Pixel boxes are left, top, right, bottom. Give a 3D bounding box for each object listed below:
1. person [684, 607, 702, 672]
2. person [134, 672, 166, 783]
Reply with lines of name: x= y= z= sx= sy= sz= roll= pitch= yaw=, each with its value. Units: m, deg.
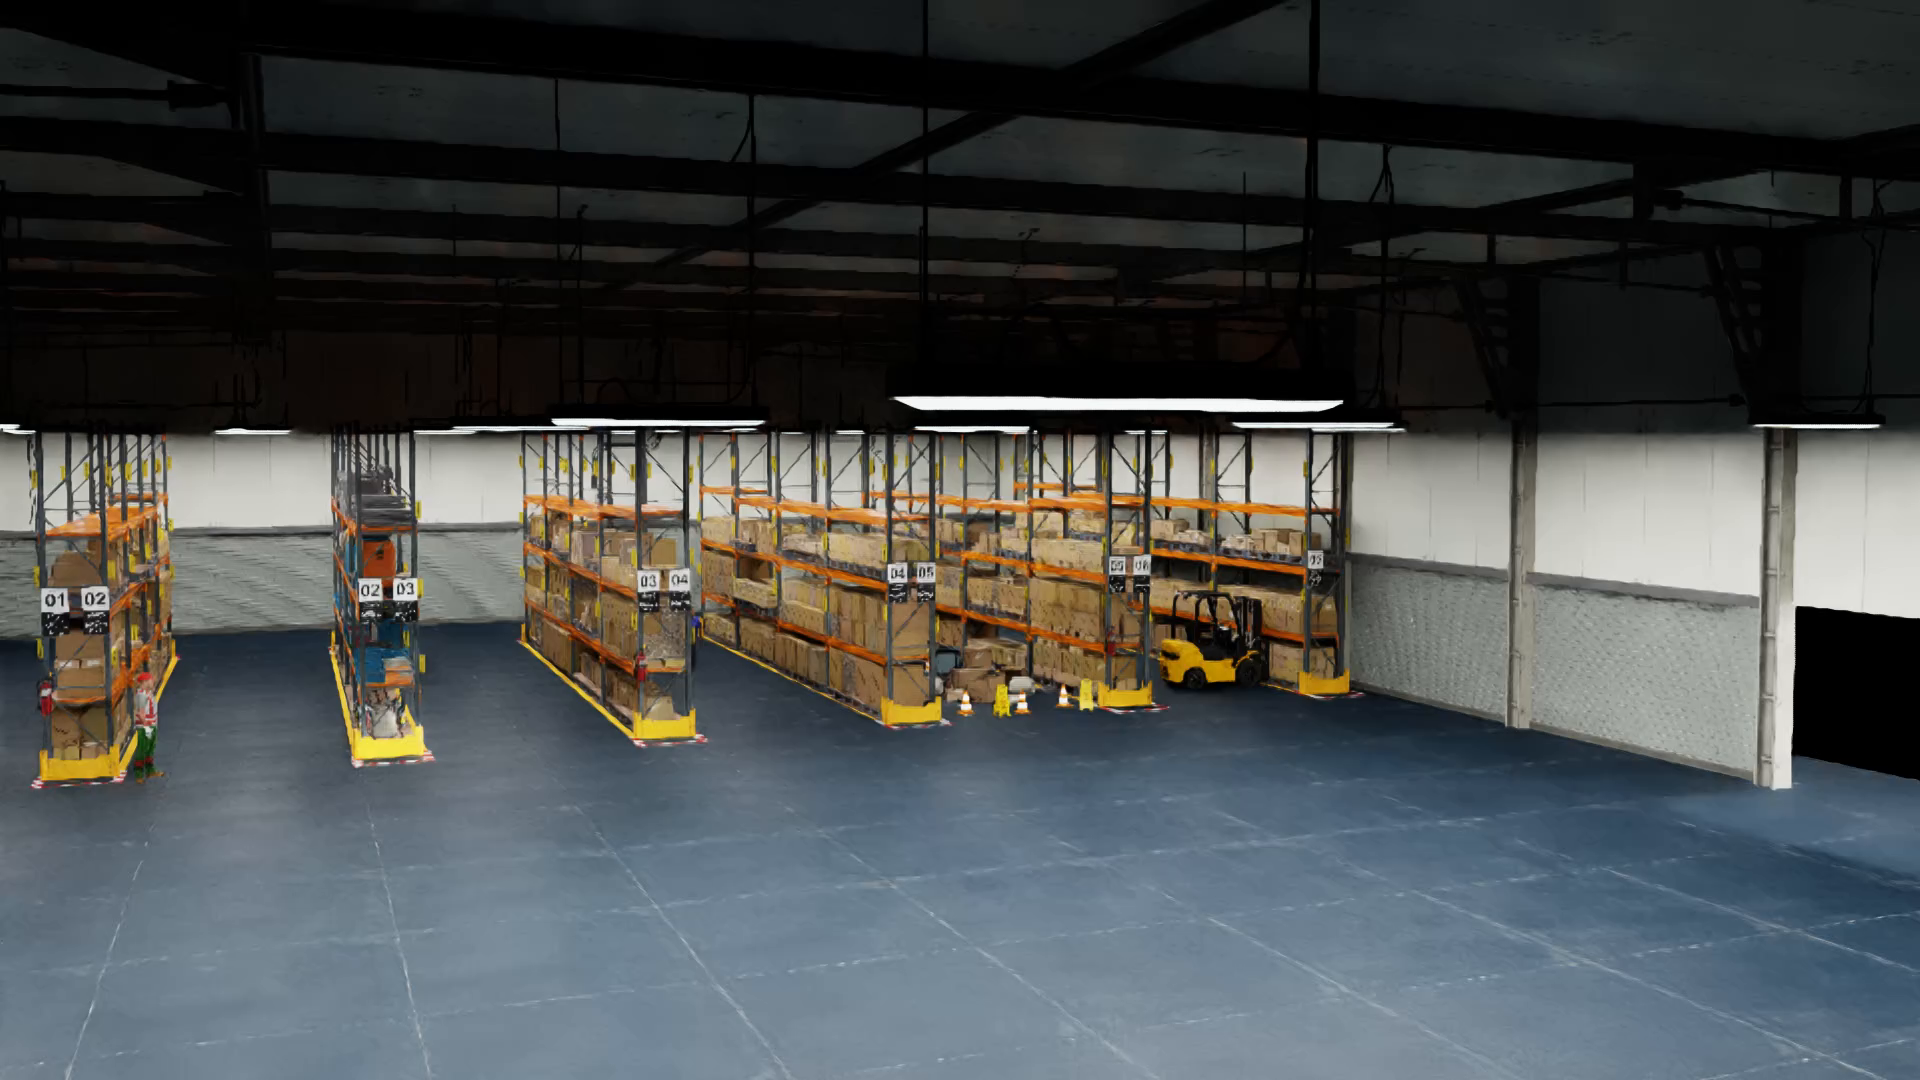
person: x=-6.551 y=2.408 z=40.353 sx=0.593 sy=1.603 sz=0.509 roll=-2 pitch=4 yaw=-25
person: x=-13.477 y=3.082 z=27.581 sx=0.390 sy=1.792 sz=0.709 roll=-1 pitch=4 yaw=-11
